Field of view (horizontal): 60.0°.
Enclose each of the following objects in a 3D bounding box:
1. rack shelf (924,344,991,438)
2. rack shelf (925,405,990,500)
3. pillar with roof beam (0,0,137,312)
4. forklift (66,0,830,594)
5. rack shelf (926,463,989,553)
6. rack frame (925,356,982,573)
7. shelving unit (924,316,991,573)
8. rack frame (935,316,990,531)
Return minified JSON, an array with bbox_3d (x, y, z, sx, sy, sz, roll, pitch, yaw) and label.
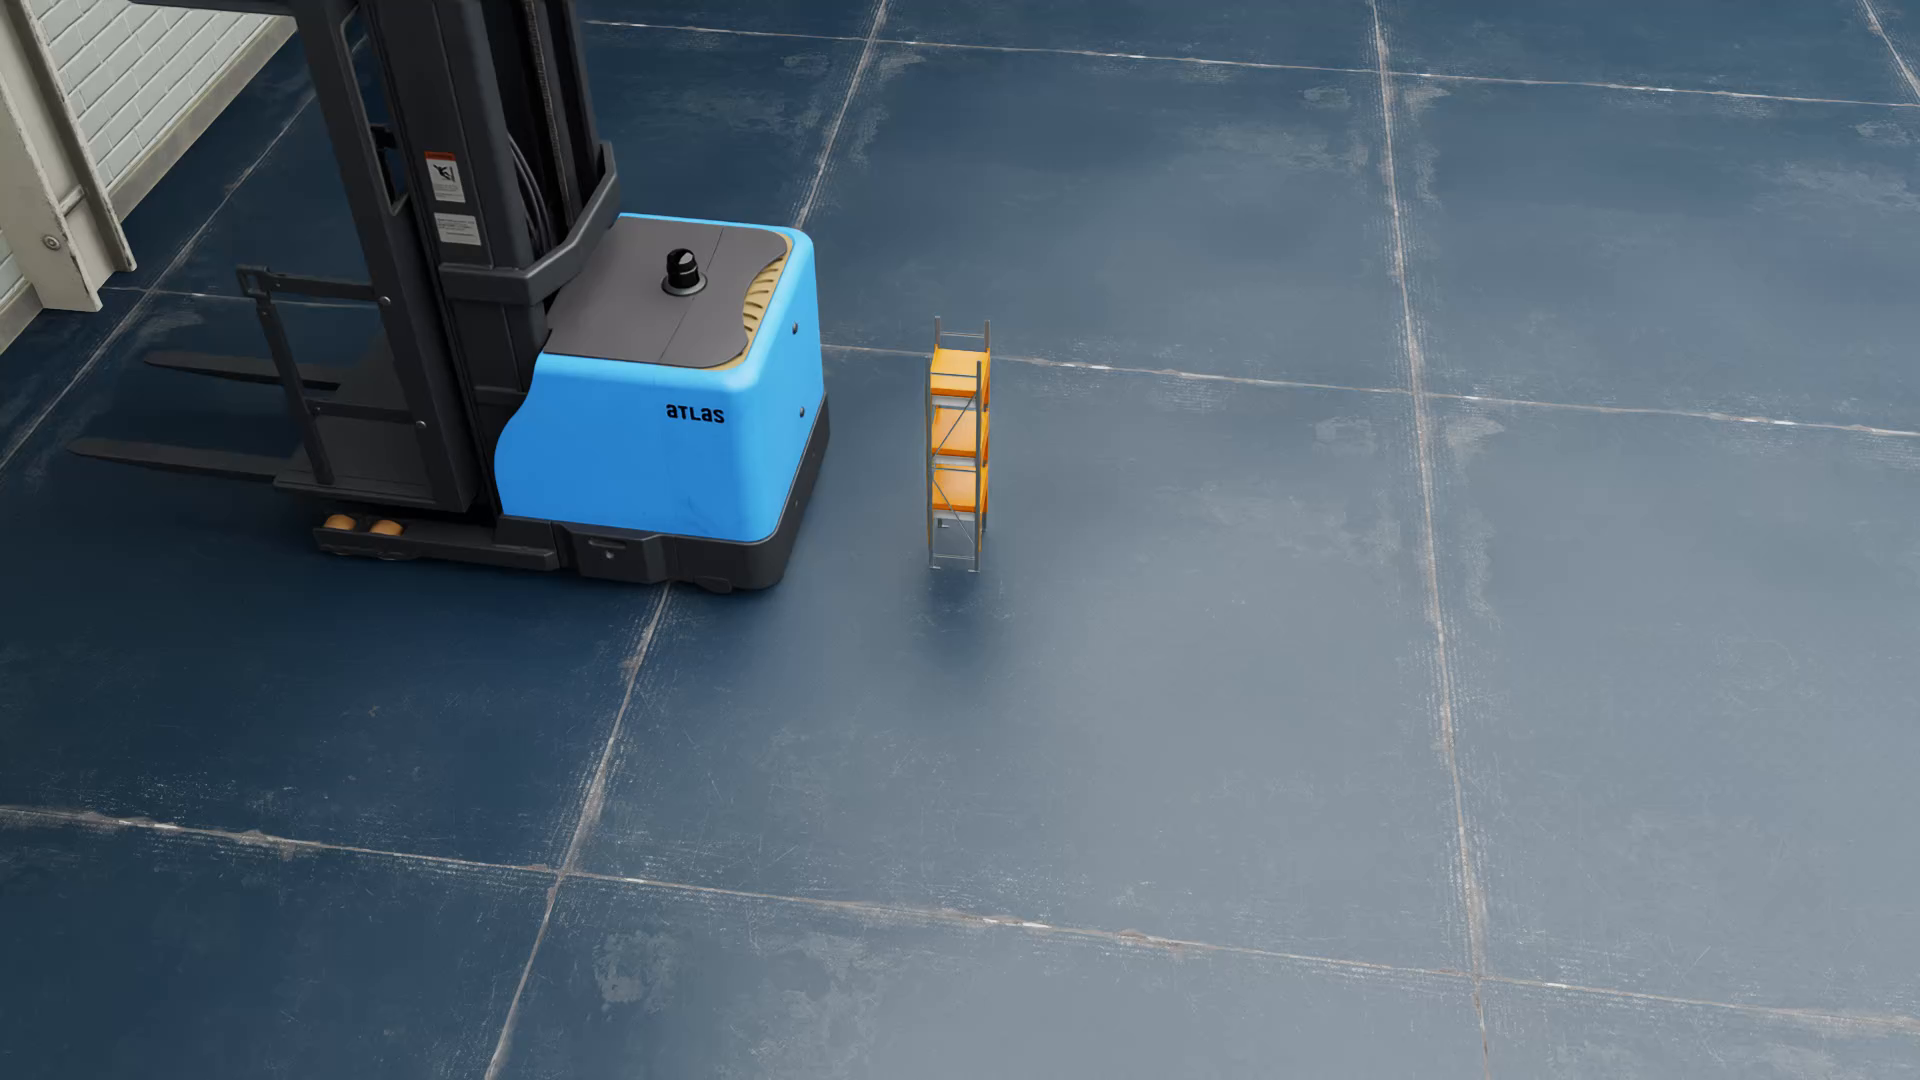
[{"bbox_3d":[-0.007,-0.543,6.163,0.215,0.259,0.240,5,44,6],"label":"rack shelf"},{"bbox_3d":[-0.007,-0.337,6.358,0.215,0.259,0.240,5,44,6],"label":"rack shelf"},{"bbox_3d":[0.046,-4.107,4.543,9.100,9.000,0.400,5,44,6],"label":"pillar with roof beam"},{"bbox_3d":[-2.120,-1.333,6.026,3.031,2.935,1.130,6,44,7],"label":"forklift"},{"bbox_3d":[-0.007,-0.135,6.549,0.215,0.259,0.240,5,44,6],"label":"rack shelf"},{"bbox_3d":[-0.023,-0.262,6.263,0.200,1.050,0.008,5,44,6],"label":"rack frame"},{"bbox_3d":[-0.007,-0.345,6.351,0.215,1.050,0.252,5,44,6],"label":"shelving unit"},{"bbox_3d":[0.009,-0.428,6.438,0.200,1.050,0.008,5,44,6],"label":"rack frame"}]
